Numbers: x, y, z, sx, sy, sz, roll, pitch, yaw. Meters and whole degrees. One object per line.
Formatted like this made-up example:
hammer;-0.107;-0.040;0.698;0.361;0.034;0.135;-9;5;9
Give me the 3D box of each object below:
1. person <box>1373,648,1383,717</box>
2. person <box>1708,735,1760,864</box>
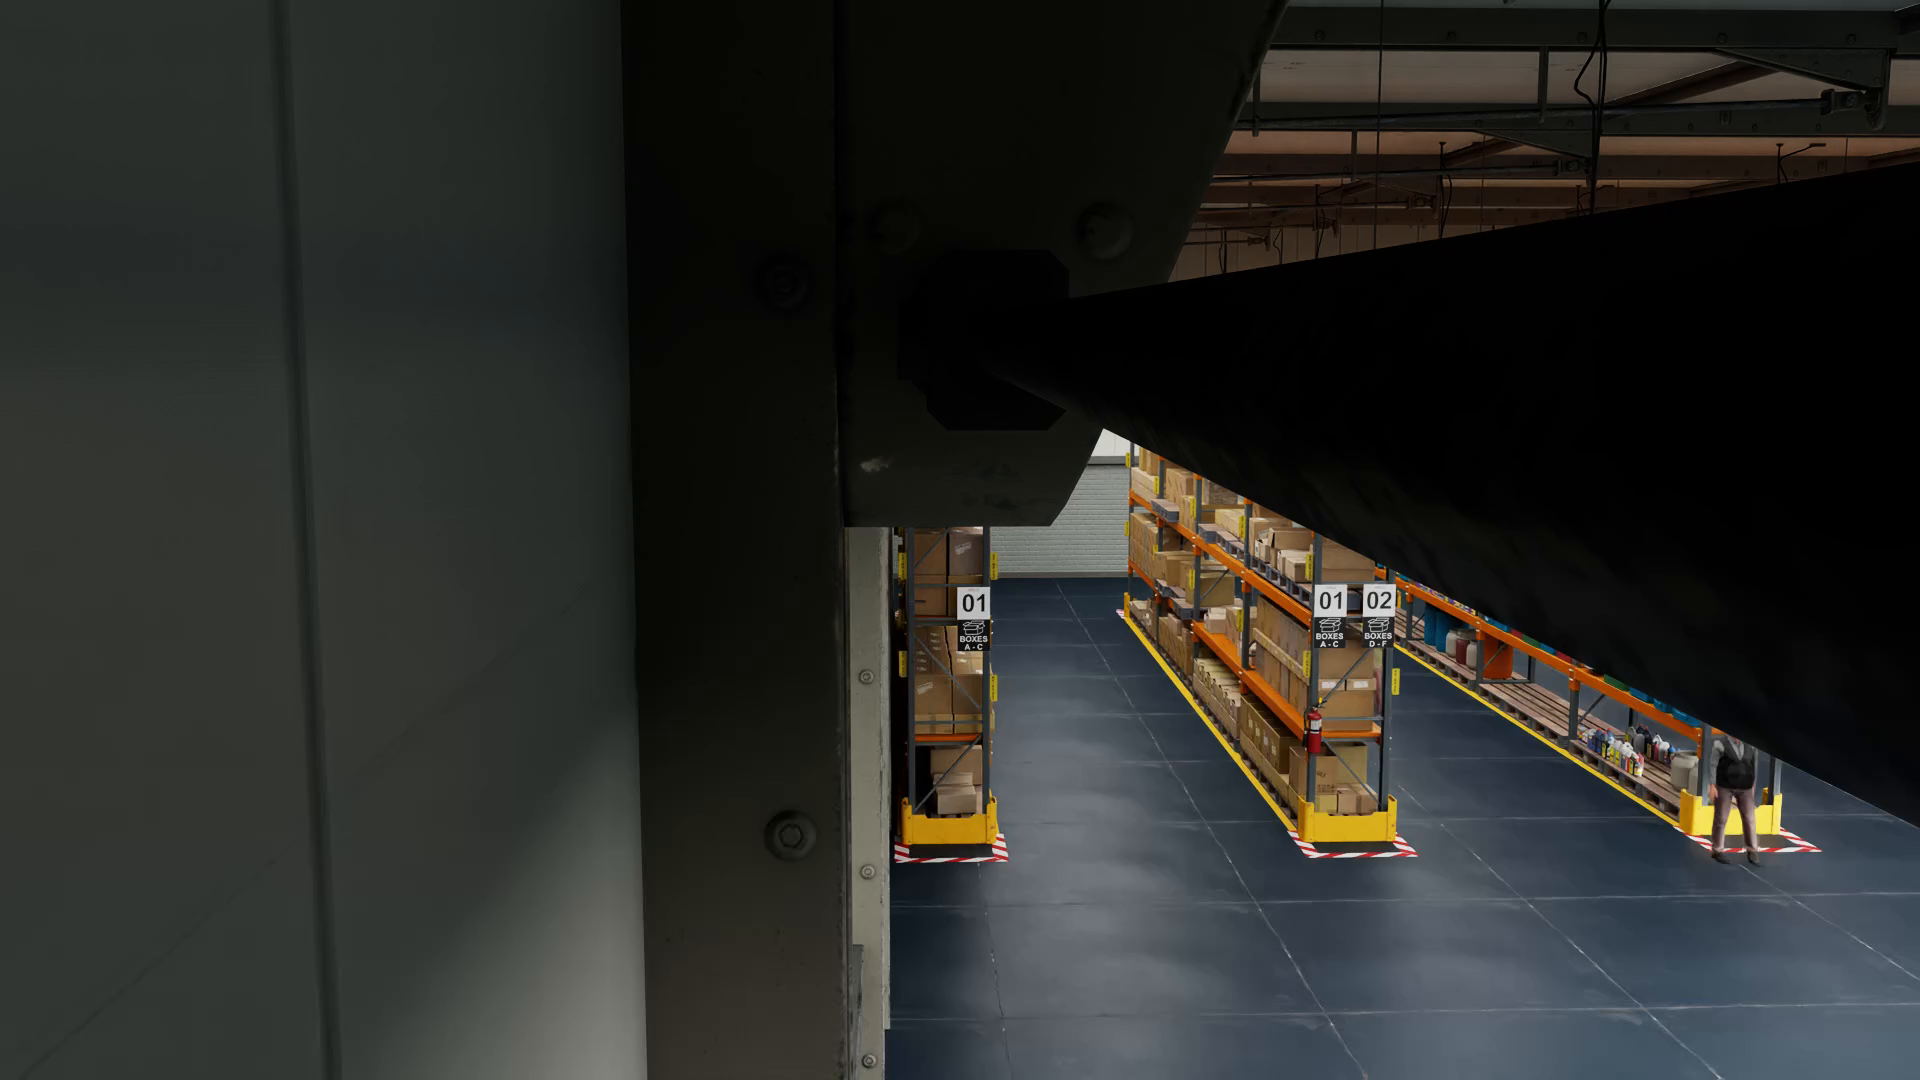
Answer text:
person;6.699;2.075;26.956;0.617;1.620;1.015;-1;7;-11
person;9.200;3.052;19.729;0.610;1.529;0.421;1;7;5
